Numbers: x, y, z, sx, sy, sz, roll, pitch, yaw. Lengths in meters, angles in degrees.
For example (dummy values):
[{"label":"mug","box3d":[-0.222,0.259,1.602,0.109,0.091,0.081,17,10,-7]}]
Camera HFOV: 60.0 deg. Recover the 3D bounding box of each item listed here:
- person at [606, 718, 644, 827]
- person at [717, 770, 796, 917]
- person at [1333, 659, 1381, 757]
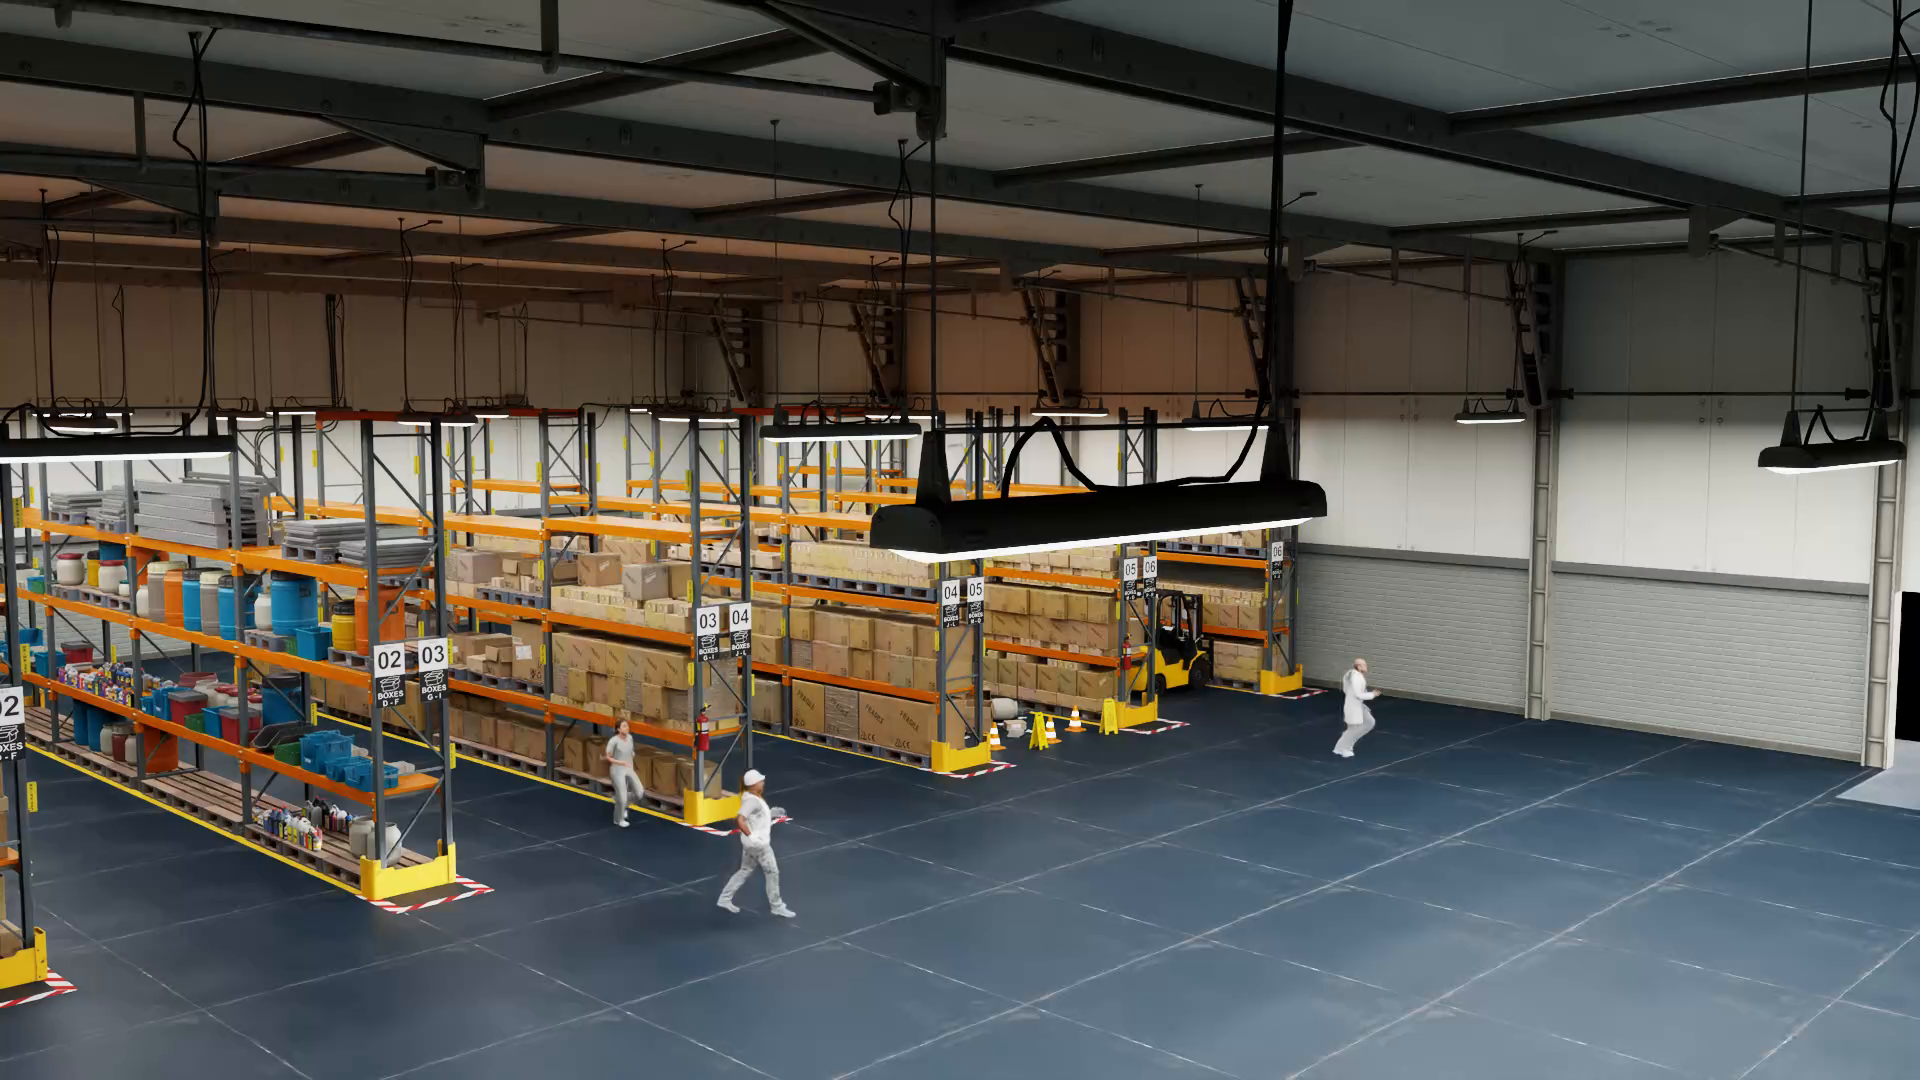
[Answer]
[{"label":"person","box3d":[-4.890,3.386,24.180,0.570,1.613,0.539,4,7,41]},{"label":"person","box3d":[-2.439,3.649,19.954,0.905,1.804,0.678,-2,5,-19]},{"label":"person","box3d":[6.883,2.905,28.811,0.794,1.728,0.754,2,5,18]}]
